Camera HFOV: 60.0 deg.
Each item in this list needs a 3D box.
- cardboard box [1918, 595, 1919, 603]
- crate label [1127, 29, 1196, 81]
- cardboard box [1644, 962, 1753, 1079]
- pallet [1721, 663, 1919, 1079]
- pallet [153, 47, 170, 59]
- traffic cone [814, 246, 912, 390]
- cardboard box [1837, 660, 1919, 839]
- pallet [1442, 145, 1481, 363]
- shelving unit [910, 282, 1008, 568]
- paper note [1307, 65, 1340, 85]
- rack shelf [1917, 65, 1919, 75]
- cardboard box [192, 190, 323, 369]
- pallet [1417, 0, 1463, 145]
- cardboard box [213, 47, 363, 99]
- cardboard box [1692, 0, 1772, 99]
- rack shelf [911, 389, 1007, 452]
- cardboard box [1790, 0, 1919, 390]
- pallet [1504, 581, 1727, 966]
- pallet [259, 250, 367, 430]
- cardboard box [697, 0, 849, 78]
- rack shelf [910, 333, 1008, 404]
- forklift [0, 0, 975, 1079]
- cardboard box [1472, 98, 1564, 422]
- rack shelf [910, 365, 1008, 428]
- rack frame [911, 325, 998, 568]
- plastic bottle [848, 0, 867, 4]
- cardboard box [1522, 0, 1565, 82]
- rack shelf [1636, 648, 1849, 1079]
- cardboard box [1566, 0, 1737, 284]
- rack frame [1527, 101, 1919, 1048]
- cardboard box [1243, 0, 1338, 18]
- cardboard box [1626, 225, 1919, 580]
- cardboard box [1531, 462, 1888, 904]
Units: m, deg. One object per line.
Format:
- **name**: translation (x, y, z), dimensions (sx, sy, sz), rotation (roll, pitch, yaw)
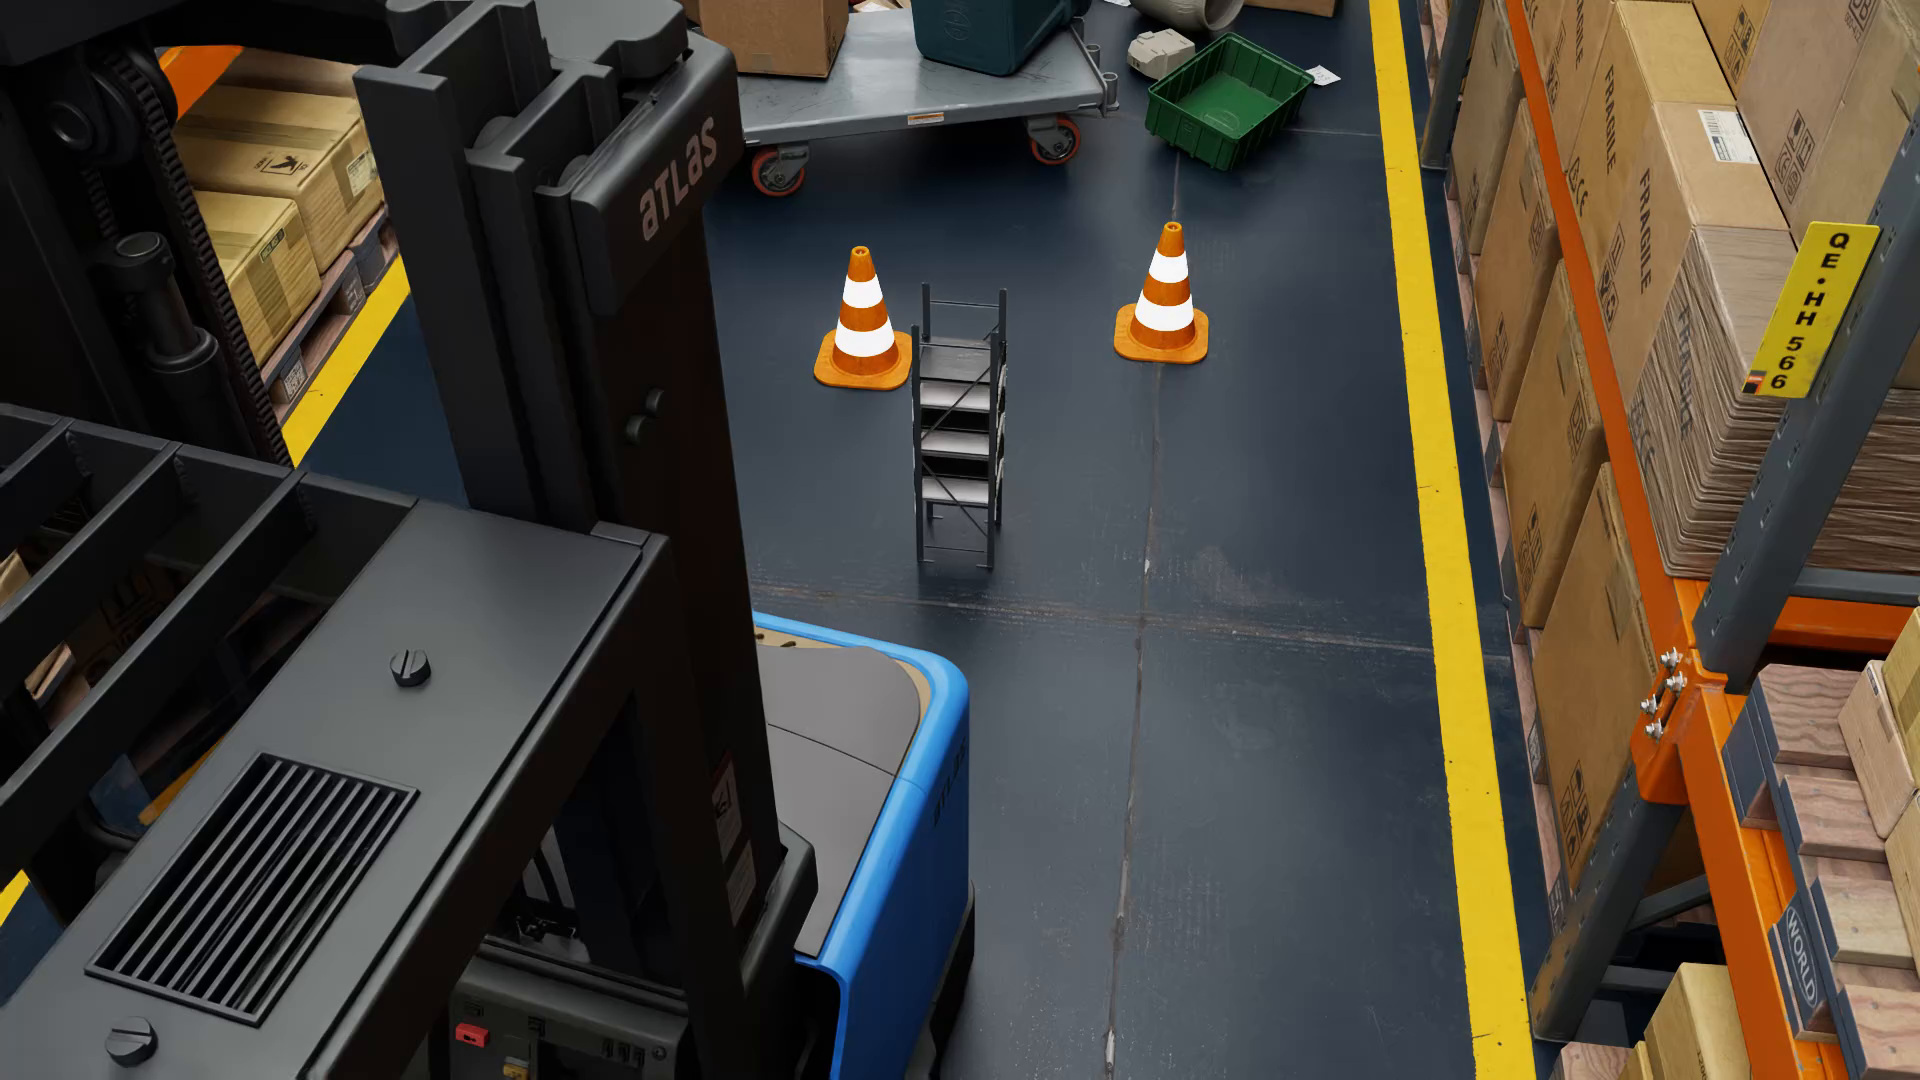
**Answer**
- **cardboard box**: translation (1.623, 0.138, 2.368), dimensions (0.380, 0.149, 0.250), rotation (5, 44, 6)
- **crate label**: translation (0.905, -2.173, 7.446), dimensions (0.298, 0.136, 0.250), rotation (-24, 48, -23)
- **cardboard box**: translation (1.545, 1.045, 2.932), dimensions (0.500, 0.250, 0.500), rotation (3, 44, 4)
- **pallet**: translation (1.888, 0.680, 2.490), dimensions (1.213, 0.211, 1.003), rotation (5, 44, 6)
- **pallet**: translation (-2.823, -1.550, 4.845), dimensions (1.003, 0.211, 1.213), rotation (5, 44, 6)
- **traffic cone**: translation (-0.338, -0.811, 5.770), dimensions (0.336, 0.463, 0.334), rotation (5, 44, 6)
- **cardboard box**: translation (1.617, 0.340, 2.587), dimensions (0.380, 0.149, 0.250), rotation (5, 44, 5)
- **pallet**: translation (2.378, -1.066, 6.223), dimensions (1.003, 0.211, 1.213), rotation (5, 44, 6)
- **shelving unit**: translation (-0.001, -0.321, 4.935), dimensions (0.258, 0.900, 0.210), rotation (5, 44, 6)
- **paper note**: translation (1.596, -2.074, 7.418), dimensions (0.147, 0.020, 0.142), rotation (-24, 48, -23)
- **rack shelf**: translation (2.141, -2.077, 3.603), dimensions (1.077, 0.370, 4.000), rotation (5, 44, 6)
- **cardboard box**: translation (-2.764, -0.869, 5.592), dimensions (0.950, 0.372, 0.625), rotation (7, 44, 7)
- **pallet**: translation (2.583, -2.110, 7.325), dimensions (1.003, 0.211, 1.213), rotation (5, 44, 6)
- **cardboard box**: translation (-2.582, -1.833, 6.610), dimensions (0.950, 0.372, 0.625), rotation (6, 44, 6)
- **cardboard box**: translation (2.077, -1.285, 3.625), dimensions (0.700, 0.500, 0.500), rotation (5, 44, 5)
- **rack shelf**: translation (-0.001, -0.362, 4.896), dimensions (0.258, 0.077, 0.200), rotation (5, 44, 6)
- **cardboard box**: translation (1.946, -0.590, 2.891), dimensions (0.700, 0.500, 0.500), rotation (5, 44, 5)
- **pallet**: translation (2.055, 0.597, 4.466), dimensions (1.003, 0.211, 1.213), rotation (5, 44, 6)
- **pallet**: translation (-2.775, -0.616, 5.747), dimensions (1.003, 0.211, 1.213), rotation (5, 44, 6)
- **cardboard box**: translation (-0.746, -2.219, 6.679), dimensions (0.500, 0.500, 0.500), rotation (5, 44, 6)
- **rack shelf**: translation (-0.001, -0.493, 4.772), dimensions (0.258, 0.077, 0.200), rotation (5, 44, 6)
- **forklift**: translation (-0.893, 0.831, 2.241), dimensions (1.130, 2.935, 3.031), rotation (12, 45, 13)
- **cardboard box**: translation (2.281, -0.859, 5.306), dimensions (1.050, 0.750, 0.750), rotation (5, 44, 6)
- **rack shelf**: translation (-0.001, -0.428, 4.834), dimensions (0.258, 0.077, 0.200), rotation (5, 44, 6)
- **rack frame**: translation (-0.015, -0.252, 4.862), dimensions (0.240, 0.900, 0.006), rotation (5, 44, 6)
- **plastic bottle**: translation (-0.485, -2.635, 7.988), dimensions (0.133, 0.061, 0.283), rotation (12, 45, 13)
- **cardboard box**: translation (1.934, -1.629, 4.716), dimensions (0.500, 0.500, 0.500), rotation (5, 44, 5)
- **rack shelf**: translation (1.612, 1.739, 1.755), dimensions (1.077, 0.370, 4.000), rotation (5, 44, 6)
- **cardboard box**: translation (1.803, -0.934, 3.982), dimensions (0.500, 0.500, 0.500), rotation (5, 44, 5)
- **rack frame**: translation (1.876, 0.114, 2.947), dimensions (1.000, 3.000, 0.127), rotation (5, 44, 6)
- **cardboard box**: translation (1.593, -2.856, 7.901), dimensions (0.500, 0.500, 0.500), rotation (12, 45, 13)
- **cardboard box**: translation (1.670, -0.253, 3.263), dimensions (0.500, 0.500, 0.500), rotation (5, 44, 6)
- **cardboard box**: translation (2.046, 0.372, 4.006), dimensions (1.050, 0.750, 0.750), rotation (5, 44, 5)
